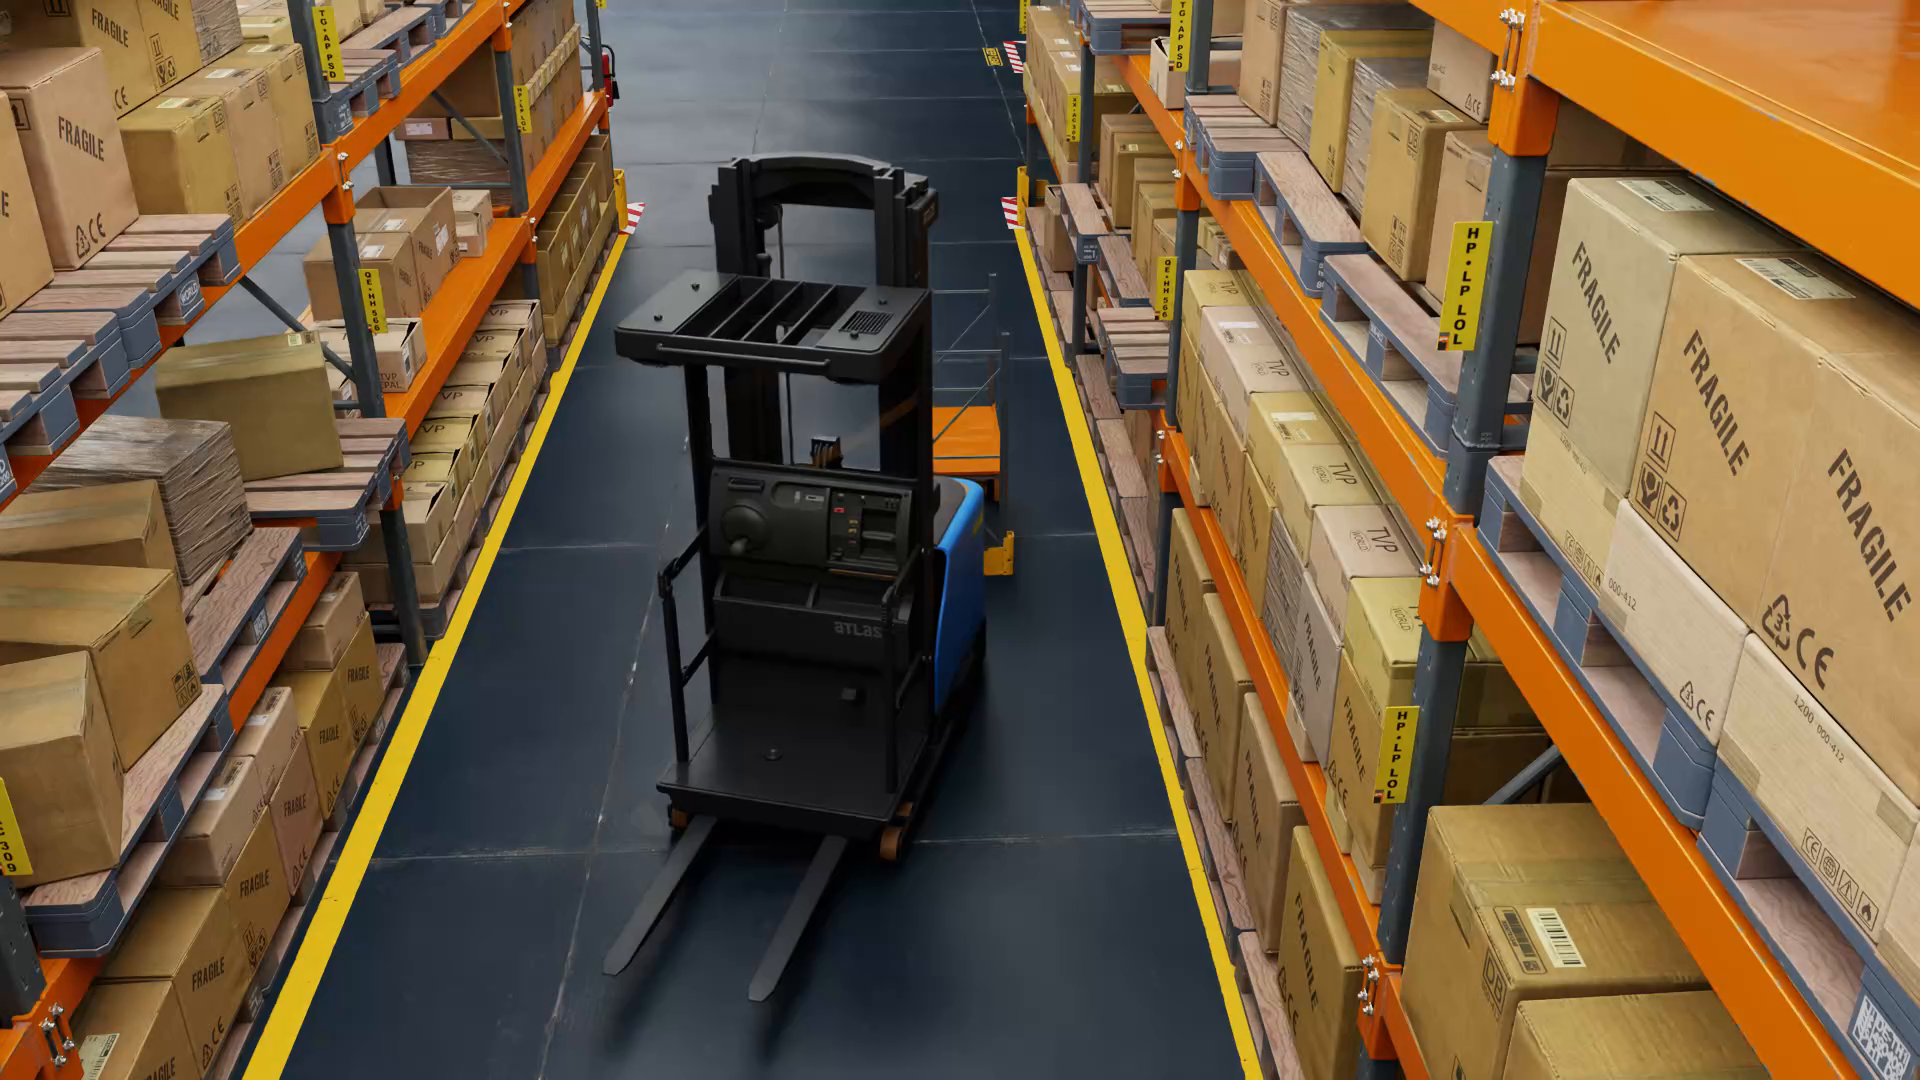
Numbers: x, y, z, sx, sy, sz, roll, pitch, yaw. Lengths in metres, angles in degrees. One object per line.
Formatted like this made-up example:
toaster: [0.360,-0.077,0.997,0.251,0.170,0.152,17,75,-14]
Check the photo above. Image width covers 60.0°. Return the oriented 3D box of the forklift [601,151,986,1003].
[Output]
forklift: [-0.715,-0.047,7.170,1.130,2.935,3.031,7,28,12]

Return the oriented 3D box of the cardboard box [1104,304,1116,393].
cardboard box: [1.407,-1.375,11.869,0.700,0.500,0.500,0,28,-1]

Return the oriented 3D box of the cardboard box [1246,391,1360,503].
cardboard box: [1.419,-0.367,6.448,0.500,0.250,0.500,-2,28,-4]

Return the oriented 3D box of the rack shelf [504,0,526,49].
rack shelf: [-3.699,-4.441,13.055,1.077,0.370,4.000,-1,28,-3]

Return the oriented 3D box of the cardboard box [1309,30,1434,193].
cardboard box: [1.740,-1.628,6.300,0.700,0.500,0.500,0,28,0]

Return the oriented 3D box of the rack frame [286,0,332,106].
rack frame: [-3.385,-3.319,6.882,1.000,3.000,0.127,-1,28,-3]

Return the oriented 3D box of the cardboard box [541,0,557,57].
cardboard box: [-3.729,-4.257,13.657,0.700,0.500,0.500,-1,28,-2]

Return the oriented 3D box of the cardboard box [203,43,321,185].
cardboard box: [-3.329,-1.832,7.168,0.910,0.500,0.500,-1,28,-3]

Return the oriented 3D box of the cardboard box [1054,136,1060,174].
cardboard box: [1.007,-3.011,12.921,0.500,0.250,0.500,-1,28,-2]

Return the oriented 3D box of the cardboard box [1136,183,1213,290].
cardboard box: [1.440,-1.811,9.895,0.700,0.500,0.500,-1,28,-3]

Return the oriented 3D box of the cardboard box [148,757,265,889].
cardboard box: [-3.011,1.078,6.356,0.500,0.250,0.500,-1,28,-3]

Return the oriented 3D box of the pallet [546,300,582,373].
pallet: [-3.594,-1.638,13.162,1.003,0.211,1.213,-1,28,-3]

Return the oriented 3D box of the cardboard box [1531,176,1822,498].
cardboard box: [1.527,-0.423,3.363,0.500,0.500,0.500,-2,28,-3]

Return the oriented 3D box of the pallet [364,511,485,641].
pallet: [-3.389,0.197,9.645,1.003,0.211,1.213,-1,28,-3]

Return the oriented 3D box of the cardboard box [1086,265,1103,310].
cardboard box: [1.258,-2.192,13.437,0.500,0.500,0.500,-3,28,-7]

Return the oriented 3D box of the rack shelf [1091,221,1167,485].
rack shelf: [1.457,-1.385,10.439,1.077,0.370,4.000,-1,28,-3]

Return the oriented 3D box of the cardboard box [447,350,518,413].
cardboard box: [-3.230,-1.071,10.972,0.500,0.311,0.500,-1,28,-3]

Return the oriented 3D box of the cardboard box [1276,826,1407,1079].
cardboard box: [1.606,1.537,5.930,0.750,0.750,0.750,-1,28,-2]

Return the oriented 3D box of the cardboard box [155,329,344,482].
cardboard box: [-3.240,-0.601,7.597,0.700,0.500,0.500,-11,29,-20]

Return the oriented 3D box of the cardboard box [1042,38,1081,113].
cardboard box: [0.944,-3.816,13.653,0.500,0.500,0.500,-1,28,-1]

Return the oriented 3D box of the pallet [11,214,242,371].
pallet: [-3.198,-0.840,5.576,1.213,0.211,1.003,-1,28,-3]

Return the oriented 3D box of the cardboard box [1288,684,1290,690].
cardboard box: [1.446,0.549,6.204,0.380,0.149,0.250,-1,28,-3]

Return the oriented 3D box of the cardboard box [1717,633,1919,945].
cardboard box: [1.589,0.371,2.651,0.500,0.250,0.500,-2,28,-4]

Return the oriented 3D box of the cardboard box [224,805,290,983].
cardboard box: [-3.016,1.395,6.558,0.500,0.500,0.500,-1,28,-2]

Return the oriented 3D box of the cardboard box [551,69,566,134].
cardboard box: [-3.739,-3.710,14.011,0.700,0.500,0.500,-1,28,-2]

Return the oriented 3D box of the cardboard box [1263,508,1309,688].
cardboard box: [1.440,0.207,6.157,0.500,0.500,0.500,-1,28,-3]

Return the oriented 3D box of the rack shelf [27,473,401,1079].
rack shelf: [-3.281,0.584,6.665,1.077,0.370,4.000,-1,28,-3]

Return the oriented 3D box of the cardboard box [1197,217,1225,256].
cardboard box: [1.482,-1.614,8.815,0.380,0.149,0.250,-6,28,-11]

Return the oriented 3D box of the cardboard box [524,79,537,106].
cardboard box: [-3.469,-3.438,12.789,0.380,0.149,0.250,-2,28,-4]

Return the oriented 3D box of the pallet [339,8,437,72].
pallet: [-3.571,-2.733,9.206,1.003,0.211,1.213,0,28,0]

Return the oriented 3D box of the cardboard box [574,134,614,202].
cardboard box: [-3.478,-3.412,15.257,0.500,0.500,0.500,-1,28,-3]

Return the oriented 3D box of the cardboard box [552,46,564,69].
cardboard box: [-3.539,-4.037,13.937,0.380,0.149,0.250,-1,28,-1]

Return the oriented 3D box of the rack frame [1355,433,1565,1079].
rack frame: [1.770,1.067,4.960,1.000,3.000,0.127,-1,28,-3]

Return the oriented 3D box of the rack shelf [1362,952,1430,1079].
rack shelf: [1.875,2.310,3.356,1.077,0.370,4.000,-1,28,-3]

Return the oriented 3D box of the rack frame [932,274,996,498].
rack frame: [-0.031,-0.939,10.429,0.500,1.500,0.032,-1,28,-3]

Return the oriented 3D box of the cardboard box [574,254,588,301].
cardboard box: [-3.358,-2.157,13.660,0.500,0.250,0.500,-1,28,-3]

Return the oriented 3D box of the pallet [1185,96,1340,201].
pallet: [1.648,-1.730,7.284,1.213,0.211,1.003,0,28,0]

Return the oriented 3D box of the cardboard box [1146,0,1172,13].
cardboard box: [1.366,-3.364,9.650,0.500,0.500,0.500,-2,28,-4]

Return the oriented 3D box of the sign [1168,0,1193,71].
sign: [1.019,-2.327,7.665,0.100,0.325,0.005,-1,28,-3]

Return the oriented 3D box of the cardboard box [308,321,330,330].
cardboard box: [-3.508,-1.135,9.454,0.380,0.149,0.250,1,28,1]

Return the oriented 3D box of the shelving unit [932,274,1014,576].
shelving unit: [-0.004,-0.700,9.971,0.587,1.500,1.083,-1,28,-3]

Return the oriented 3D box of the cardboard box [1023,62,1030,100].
cardboard box: [0.852,-4.184,15.169,0.500,0.250,0.500,-2,28,-4]

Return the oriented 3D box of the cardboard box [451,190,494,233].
cardboard box: [-3.525,-2.213,11.412,0.500,0.250,0.500,0,28,1]

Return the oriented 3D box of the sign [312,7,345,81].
sign: [-2.843,-2.230,7.479,0.100,0.325,0.005,-1,28,-3]

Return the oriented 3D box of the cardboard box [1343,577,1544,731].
cardboard box: [1.490,0.340,5.092,0.500,0.250,0.500,-1,28,-1]

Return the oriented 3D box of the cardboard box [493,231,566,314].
cardboard box: [-3.306,-2.027,12.602,0.500,0.500,0.500,-1,28,-3]

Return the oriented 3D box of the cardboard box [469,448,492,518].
cardboard box: [-3.180,-0.347,10.191,0.500,0.250,0.500,-2,28,-4]

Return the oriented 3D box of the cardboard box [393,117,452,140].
cardboard box: [-3.822,-2.958,11.869,0.380,0.149,0.250,-1,28,-3]

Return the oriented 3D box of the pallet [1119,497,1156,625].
pallet: [1.522,0.095,9.839,1.003,0.211,1.213,-1,28,-3]

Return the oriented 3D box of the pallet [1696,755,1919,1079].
pallet: [1.863,0.717,2.485,1.003,0.211,1.213,-1,28,-3]

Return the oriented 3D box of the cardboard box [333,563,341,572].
cardboard box: [-3.656,0.137,9.263,0.500,0.250,0.500,-1,28,-1]
